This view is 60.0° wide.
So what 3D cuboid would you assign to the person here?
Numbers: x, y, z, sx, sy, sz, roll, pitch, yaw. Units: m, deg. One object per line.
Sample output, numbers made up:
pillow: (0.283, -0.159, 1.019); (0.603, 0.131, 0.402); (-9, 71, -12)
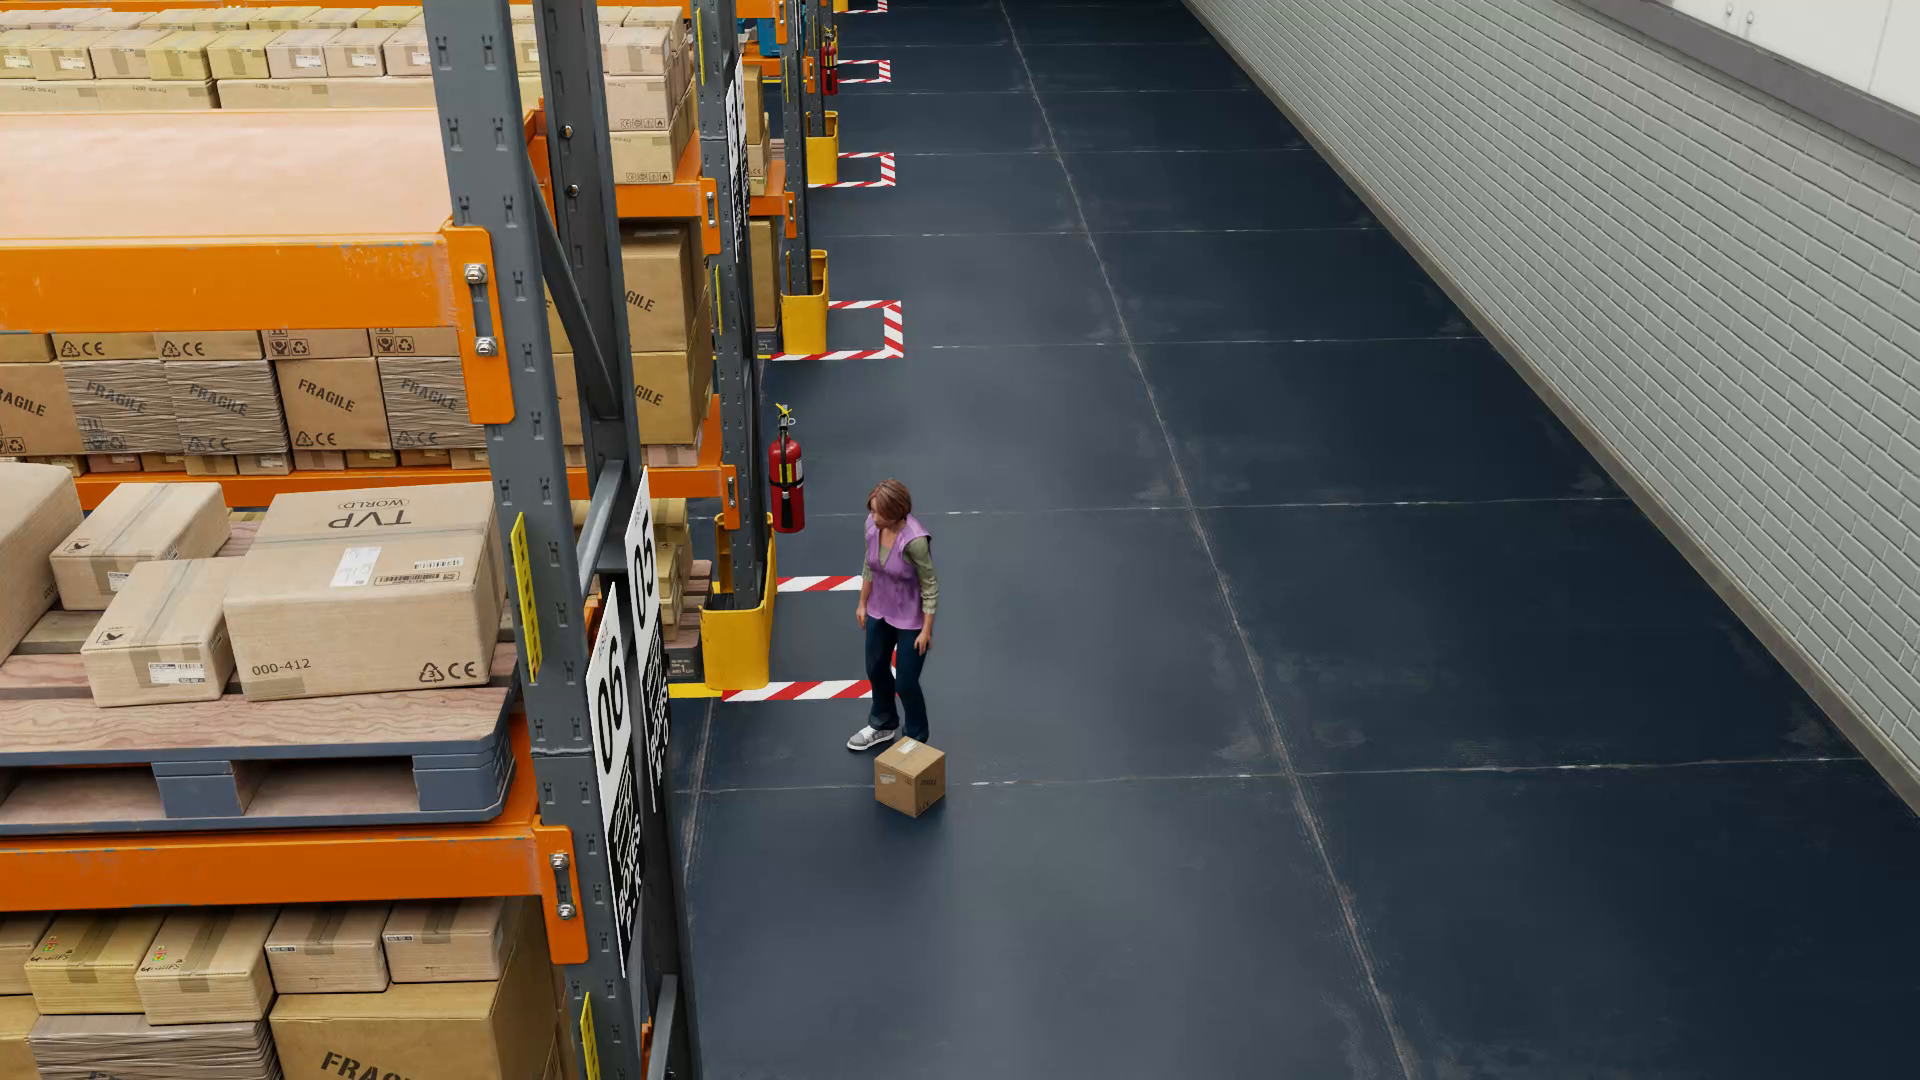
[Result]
person: (-0.315, 0.396, 8.224); (0.484, 1.592, 0.346); (21, 35, 34)
